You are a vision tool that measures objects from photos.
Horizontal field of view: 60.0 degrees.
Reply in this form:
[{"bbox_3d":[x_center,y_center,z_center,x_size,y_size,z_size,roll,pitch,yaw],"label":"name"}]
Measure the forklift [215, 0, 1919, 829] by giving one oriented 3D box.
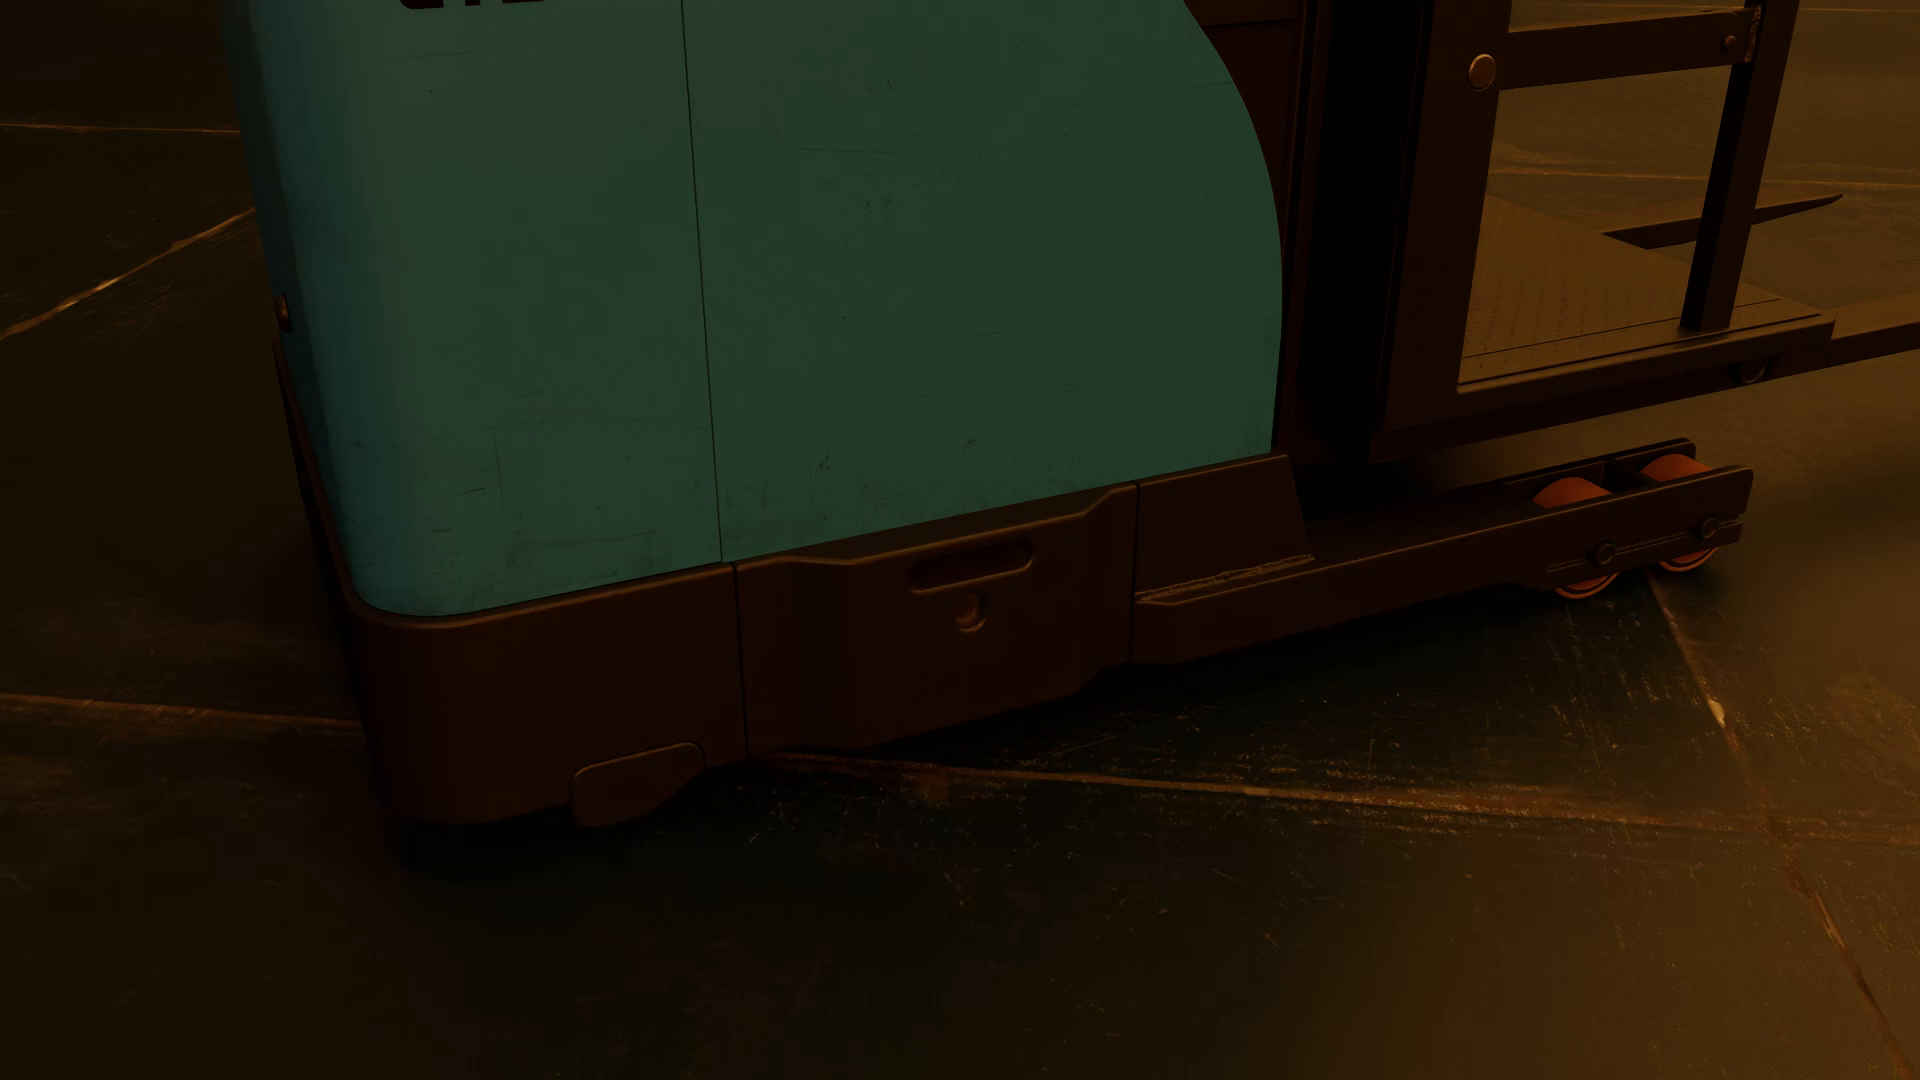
[{"bbox_3d":[0.571,-1.430,2.084,3.031,2.935,1.130,-12,29,-22],"label":"forklift"}]
